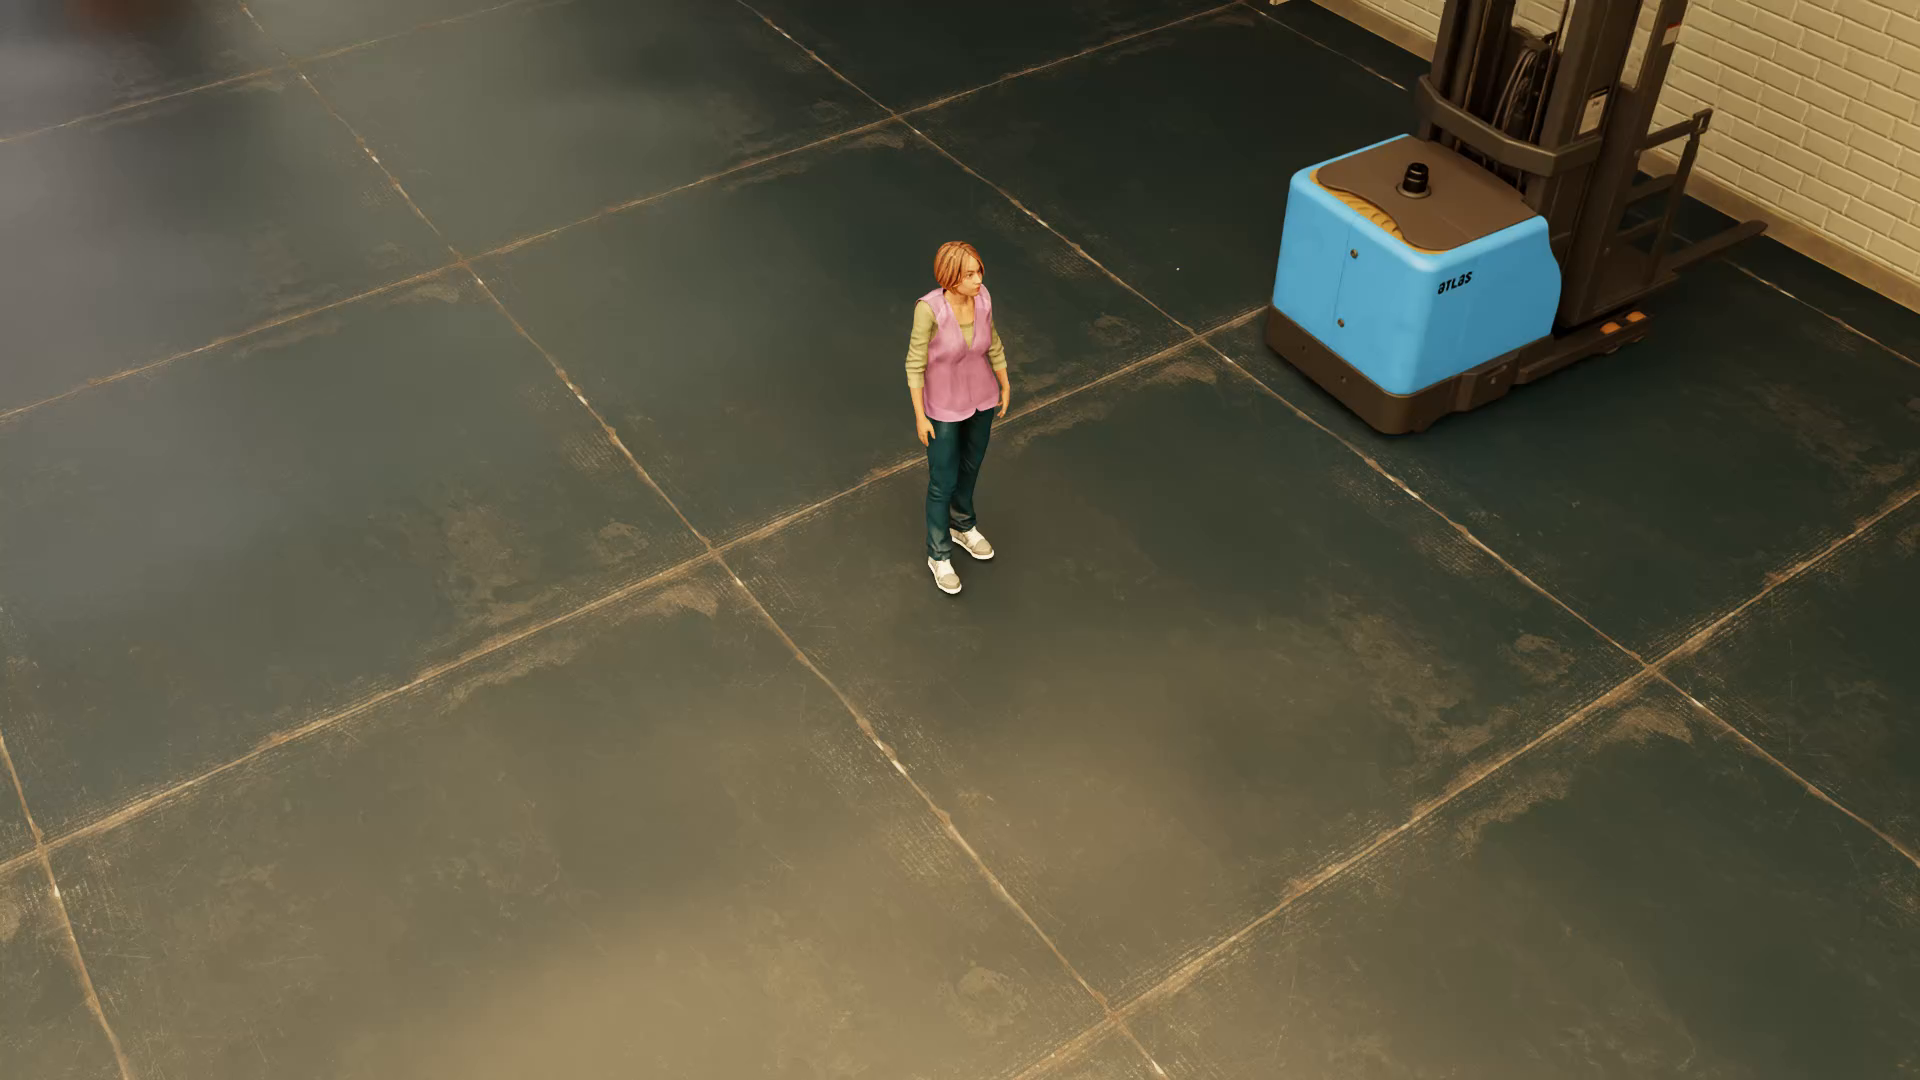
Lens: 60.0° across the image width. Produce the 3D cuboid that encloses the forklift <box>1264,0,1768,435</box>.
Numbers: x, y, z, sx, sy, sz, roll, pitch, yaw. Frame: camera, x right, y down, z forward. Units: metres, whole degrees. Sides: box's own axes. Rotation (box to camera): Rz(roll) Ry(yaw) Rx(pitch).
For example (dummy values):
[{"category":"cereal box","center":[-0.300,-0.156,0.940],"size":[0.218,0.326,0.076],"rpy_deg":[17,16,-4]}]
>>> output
[{"category":"forklift","center":[3.159,-2.367,8.284],"size":[3.031,2.935,1.130],"rpy_deg":[-23,47,-23]}]

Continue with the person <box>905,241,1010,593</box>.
[{"category":"person","center":[0.032,-0.545,7.282],"size":[0.521,1.599,0.473],"rpy_deg":[-25,48,-25]}]
